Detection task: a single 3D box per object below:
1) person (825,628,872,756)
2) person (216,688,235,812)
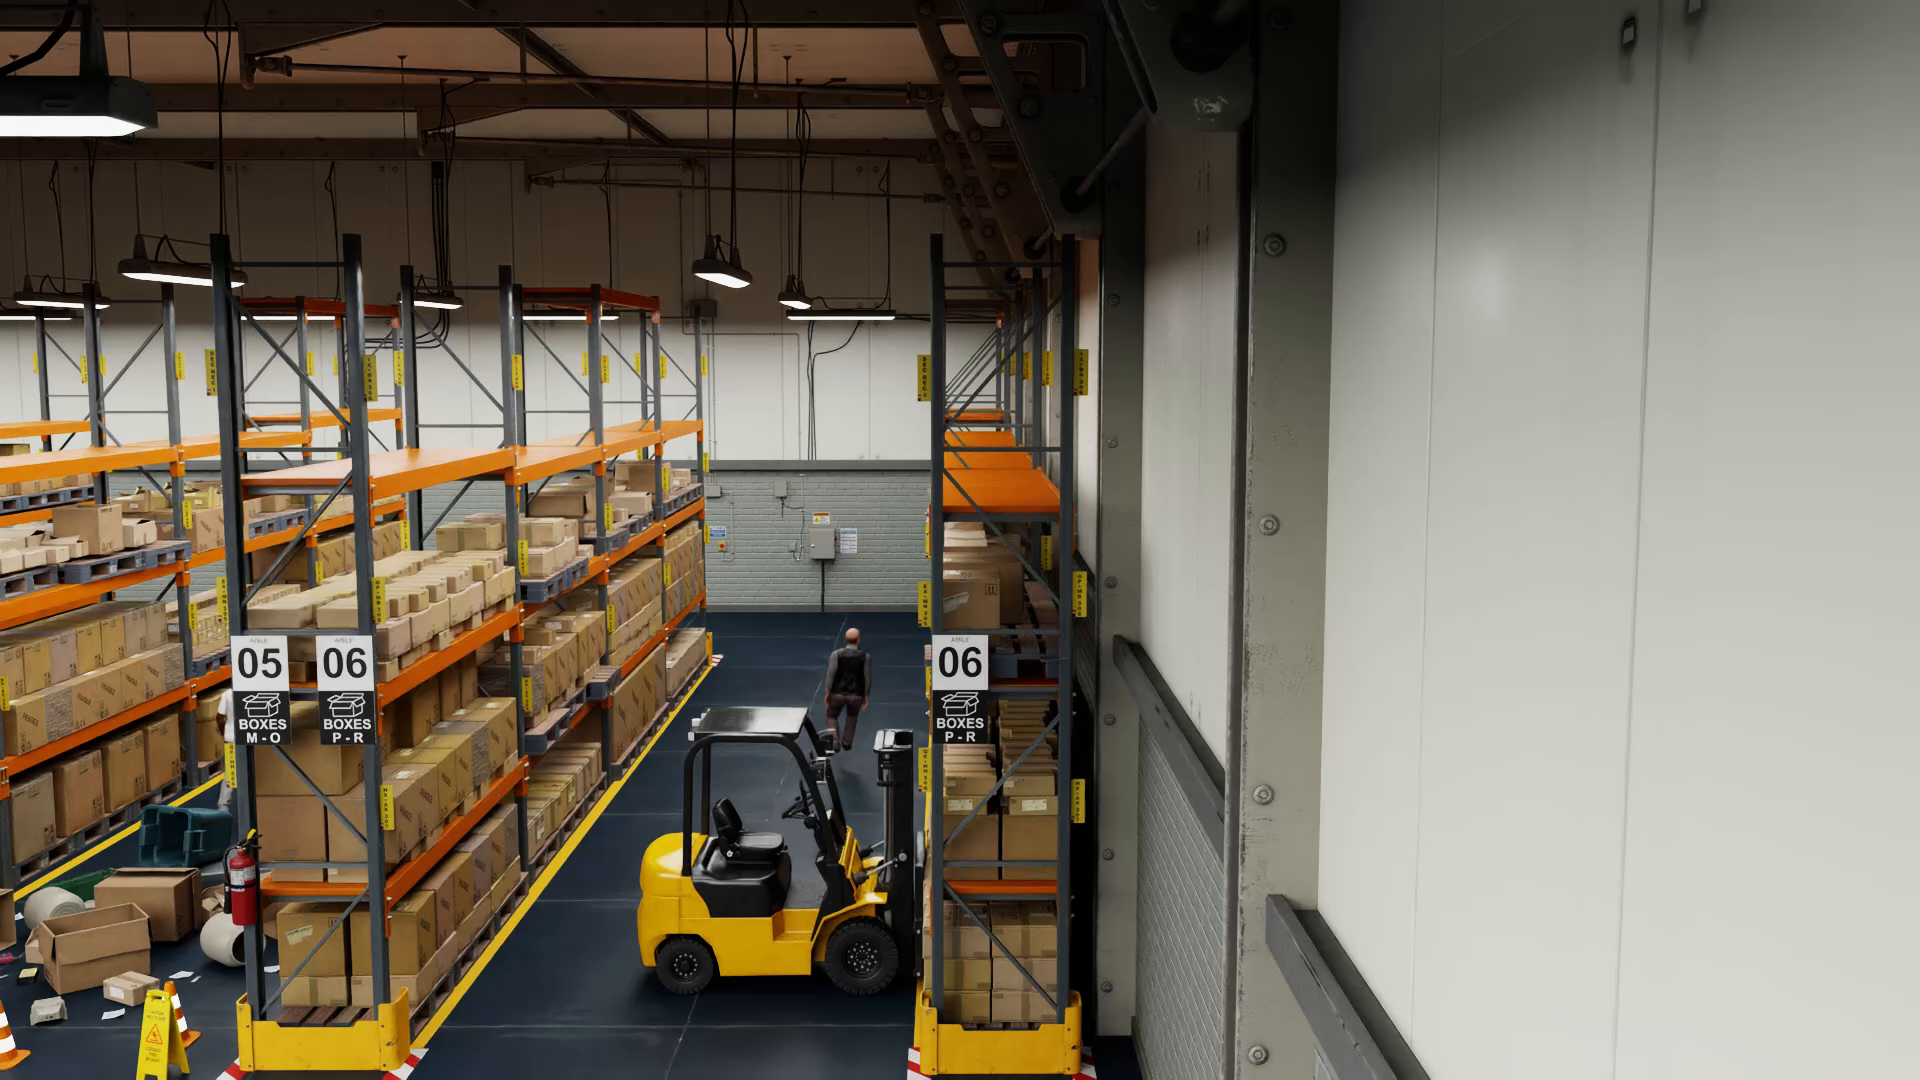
[{"bbox_3d":[-1.424,1.886,20.719,0.650,1.595,0.533,-1,6,-6],"label":"person"},{"bbox_3d":[-7.989,2.264,18.523,0.629,1.736,0.700,0,6,3],"label":"person"}]
